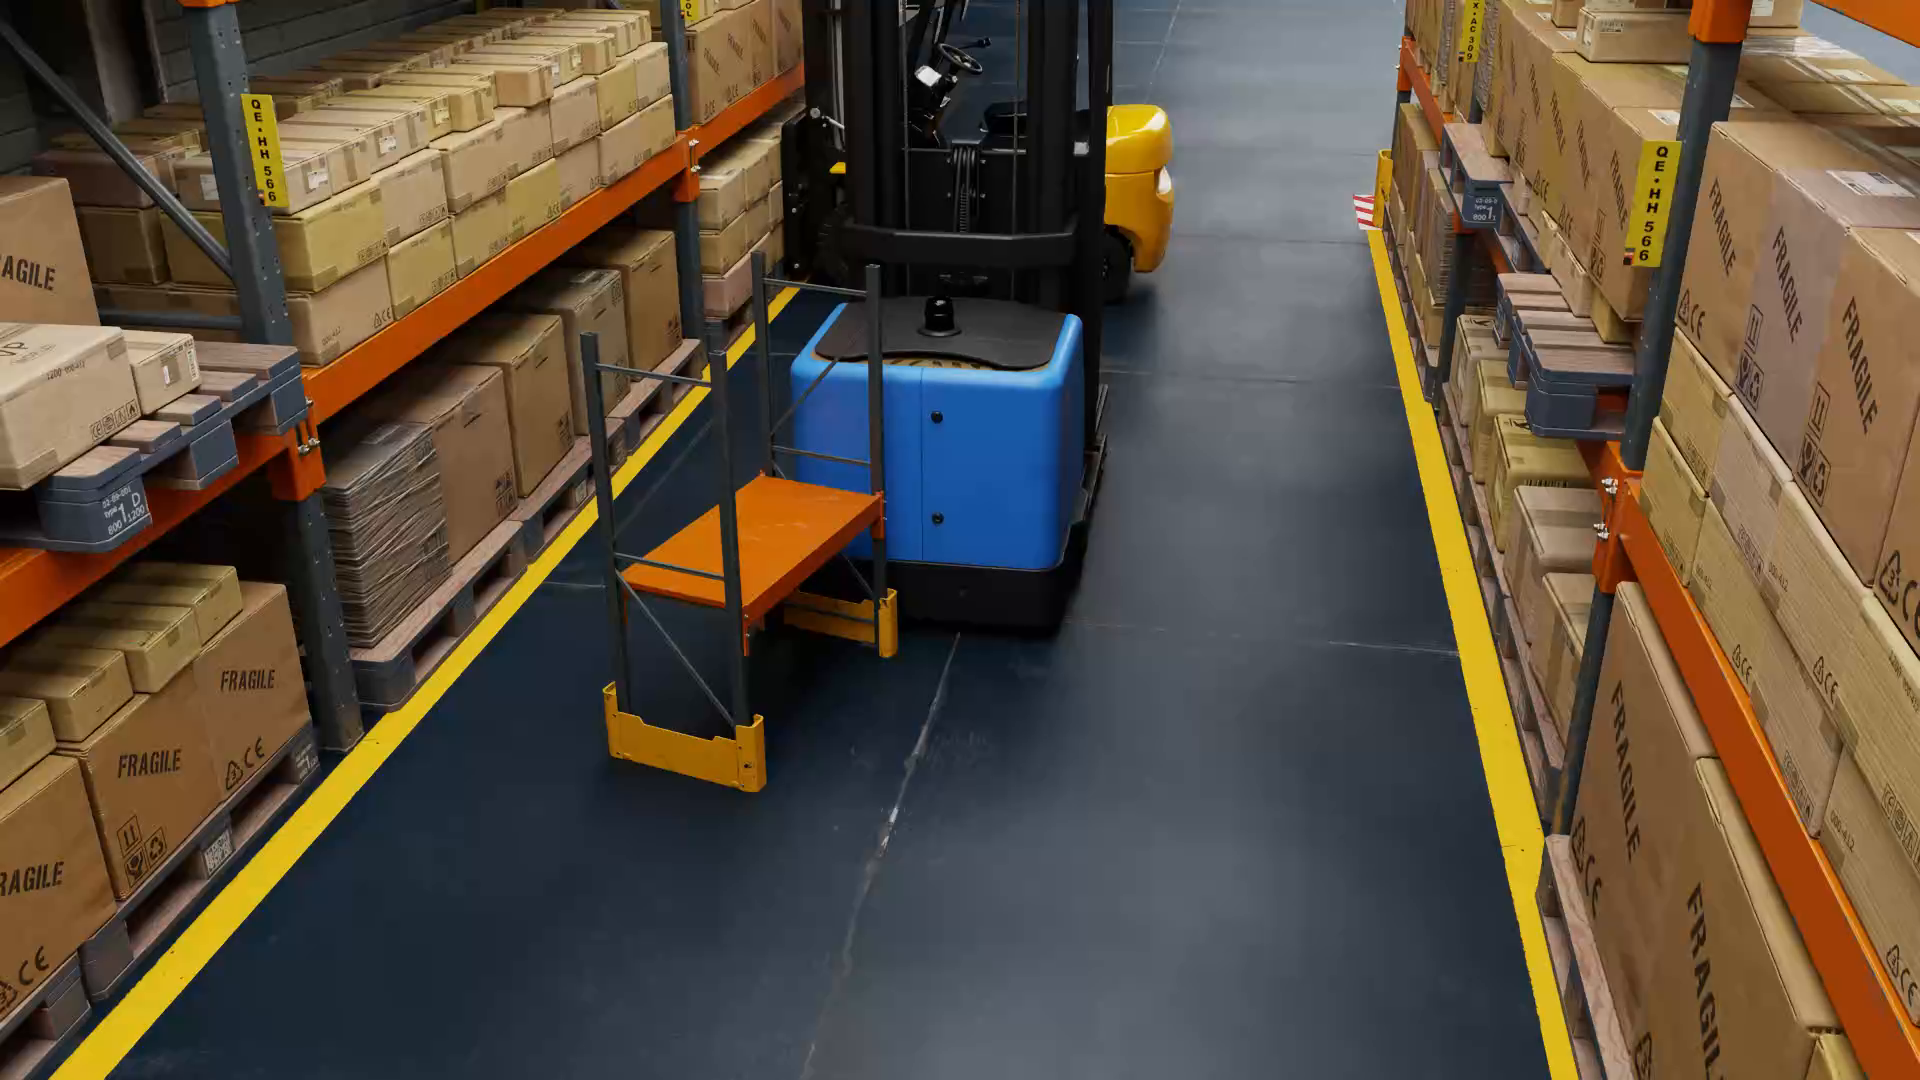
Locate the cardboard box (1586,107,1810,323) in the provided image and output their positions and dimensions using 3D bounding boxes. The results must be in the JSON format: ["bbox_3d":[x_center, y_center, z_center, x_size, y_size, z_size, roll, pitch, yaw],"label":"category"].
[{"bbox_3d":[2.123,-0.922,4.717,0.500,0.500,0.500,3,25,7],"label":"cardboard box"}]

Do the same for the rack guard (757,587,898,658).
[{"bbox_3d":[-0.516,0.269,6.380,0.587,0.250,0.087,11,27,22],"label":"rack guard"}]

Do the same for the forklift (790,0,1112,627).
[{"bbox_3d":[0.102,-1.591,7.192,1.130,2.935,3.031,4,25,8],"label":"forklift"}]

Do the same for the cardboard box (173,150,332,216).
[{"bbox_3d":[-2.232,-1.136,5.256,0.380,0.149,0.250,5,26,10],"label":"cardboard box"}]

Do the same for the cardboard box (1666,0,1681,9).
[{"bbox_3d":[3.024,-2.181,6.642,0.380,0.149,0.250,3,25,7],"label":"cardboard box"}]

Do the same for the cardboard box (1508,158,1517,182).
[{"bbox_3d":[2.471,-1.550,6.824,0.380,0.149,0.250,4,25,9],"label":"cardboard box"}]

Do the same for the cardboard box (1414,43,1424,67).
[{"bbox_3d":[3.133,-3.132,10.698,0.380,0.149,0.250,4,25,9],"label":"cardboard box"}]

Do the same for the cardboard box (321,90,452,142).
[{"bbox_3d":[-2.131,-1.575,6.193,0.380,0.149,0.250,4,25,9],"label":"cardboard box"}]

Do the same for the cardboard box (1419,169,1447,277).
[{"bbox_3d":[2.890,-1.778,9.375,0.500,0.500,0.500,4,25,9],"label":"cardboard box"}]

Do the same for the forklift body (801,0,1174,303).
[{"bbox_3d":[0.223,-2.726,10.538,2.313,2.155,1.214,4,25,9],"label":"forklift body"}]

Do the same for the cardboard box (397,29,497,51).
[{"bbox_3d":[-2.348,-2.243,7.621,0.380,0.149,0.250,4,25,8],"label":"cardboard box"}]

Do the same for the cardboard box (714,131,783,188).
[{"bbox_3d":[-1.369,-2.358,10.317,0.500,0.250,0.500,5,26,10],"label":"cardboard box"}]

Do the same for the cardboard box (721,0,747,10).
[{"bbox_3d":[-1.440,-3.129,9.513,0.380,0.149,0.250,5,25,10],"label":"cardboard box"}]

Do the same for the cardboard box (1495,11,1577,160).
[{"bbox_3d":[2.442,-1.794,6.580,0.500,0.500,0.500,4,25,8],"label":"cardboard box"}]

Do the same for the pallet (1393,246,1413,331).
[{"bbox_3d":[3.249,-1.547,10.306,1.003,0.211,1.213,4,25,9],"label":"pallet"}]

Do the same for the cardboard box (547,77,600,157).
[{"bbox_3d":[-1.915,-1.864,7.281,0.500,0.250,0.500,5,25,10],"label":"cardboard box"}]

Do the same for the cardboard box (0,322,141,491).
[{"bbox_3d":[-2.428,-0.343,4.126,0.500,0.250,0.500,3,25,6],"label":"cardboard box"}]

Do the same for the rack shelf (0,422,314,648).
[{"bbox_3d":[-2.901,0.478,3.539,1.077,0.370,4.000,4,25,9],"label":"rack shelf"}]

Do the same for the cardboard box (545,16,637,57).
[{"bbox_3d":[-1.782,-2.429,8.018,0.380,0.149,0.250,4,25,8],"label":"cardboard box"}]

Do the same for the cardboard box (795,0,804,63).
[{"bbox_3d":[-1.266,-3.421,10.902,0.500,0.500,0.500,4,25,8],"label":"cardboard box"}]

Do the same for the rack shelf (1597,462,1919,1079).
[{"bbox_3d":[1.996,0.820,2.808,1.077,0.370,4.000,4,25,9],"label":"rack shelf"}]

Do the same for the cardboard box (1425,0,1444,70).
[{"bbox_3d":[3.041,-3.046,9.750,0.500,0.500,0.500,4,25,7],"label":"cardboard box"}]

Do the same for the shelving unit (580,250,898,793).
[{"bbox_3d":[-0.718,-0.104,5.703,0.587,1.500,1.083,11,27,22],"label":"shelving unit"}]

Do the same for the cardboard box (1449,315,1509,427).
[{"bbox_3d":[2.894,-0.796,8.016,0.950,0.372,0.625,4,25,9],"label":"cardboard box"}]

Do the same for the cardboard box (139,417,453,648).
[{"bbox_3d":[-2.459,-0.059,6.144,0.875,0.625,0.625,5,26,10],"label":"cardboard box"}]

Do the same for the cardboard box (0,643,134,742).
[{"bbox_3d":[-2.506,0.411,4.521,0.380,0.149,0.250,3,25,7],"label":"cardboard box"}]

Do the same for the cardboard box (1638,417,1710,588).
[{"bbox_3d":[1.995,-0.087,4.074,0.500,0.250,0.500,4,25,8],"label":"cardboard box"}]

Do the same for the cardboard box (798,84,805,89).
[{"bbox_3d":[-1.035,-3.214,12.146,0.500,0.250,0.500,5,26,10],"label":"cardboard box"}]

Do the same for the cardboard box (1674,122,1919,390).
[{"bbox_3d":[2.001,-0.651,3.805,0.500,0.500,0.500,3,25,7],"label":"cardboard box"}]

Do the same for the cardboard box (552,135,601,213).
[{"bbox_3d":[-1.933,-1.644,7.402,0.500,0.250,0.500,4,25,9],"label":"cardboard box"}]

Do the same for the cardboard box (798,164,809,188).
[{"bbox_3d":[-1.280,-2.341,10.871,0.500,0.250,0.500,4,25,8],"label":"cardboard box"}]

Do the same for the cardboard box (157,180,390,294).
[{"bbox_3d":[-2.236,-1.010,5.456,0.500,0.250,0.500,4,25,8],"label":"cardboard box"}]

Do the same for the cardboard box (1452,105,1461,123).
[{"bbox_3d":[2.763,-2.162,8.626,0.380,0.149,0.250,5,25,10],"label":"cardboard box"}]

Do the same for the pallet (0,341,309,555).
[{"bbox_3d":[-2.616,-0.309,4.599,1.213,0.211,1.003,4,25,9],"label":"pallet"}]

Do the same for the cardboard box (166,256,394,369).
[{"bbox_3d":[-2.261,-0.785,5.566,0.500,0.250,0.500,4,25,9],"label":"cardboard box"}]

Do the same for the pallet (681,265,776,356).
[{"bbox_3d":[-1.749,-1.424,10.044,1.003,0.211,1.213,4,25,9],"label":"pallet"}]

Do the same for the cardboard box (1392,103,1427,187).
[{"bbox_3d":[3.223,-2.644,11.224,0.500,0.500,0.500,3,25,7],"label":"cardboard box"}]

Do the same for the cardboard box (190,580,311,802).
[{"bbox_3d":[-2.432,0.449,5.205,0.500,0.500,0.500,5,26,10],"label":"cardboard box"}]

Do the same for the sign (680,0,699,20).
[{"bbox_3d":[-1.384,-2.812,8.448,0.100,0.325,0.005,4,25,9],"label":"sign"}]

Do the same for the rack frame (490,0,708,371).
[{"bbox_3d":[-1.921,-2.357,8.748,1.000,3.000,0.127,4,25,9],"label":"rack frame"}]

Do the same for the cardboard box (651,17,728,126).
[{"bbox_3d":[-1.591,-2.570,9.085,0.500,0.500,0.500,3,25,7],"label":"cardboard box"}]

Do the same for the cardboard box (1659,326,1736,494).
[{"bbox_3d":[1.997,-0.306,3.952,0.500,0.250,0.500,4,25,8],"label":"cardboard box"}]

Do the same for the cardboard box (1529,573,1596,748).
[{"bbox_3d":[2.425,0.422,5.414,0.950,0.372,0.625,2,25,5],"label":"cardboard box"}]

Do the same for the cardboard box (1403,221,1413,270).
[{"bbox_3d":[3.058,-1.873,10.460,0.500,0.250,0.500,6,26,12],"label":"cardboard box"}]

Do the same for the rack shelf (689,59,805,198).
[{"bbox_3d":[-1.594,-2.868,10.688,1.077,0.370,4.000,4,25,9],"label":"rack shelf"}]

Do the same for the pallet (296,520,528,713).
[{"bbox_3d":[-2.401,0.237,6.495,1.003,0.211,1.213,4,25,9],"label":"pallet"}]

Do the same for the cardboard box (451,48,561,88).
[{"bbox_3d":[-1.937,-2.002,7.105,0.380,0.149,0.250,4,25,9],"label":"cardboard box"}]

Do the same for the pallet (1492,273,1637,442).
[{"bbox_3d":[2.334,-0.561,5.136,1.213,0.211,1.003,4,25,9],"label":"pallet"}]

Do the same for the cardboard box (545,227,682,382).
[{"bbox_3d":[-1.995,-1.253,8.695,0.875,0.625,0.625,5,26,11],"label":"cardboard box"}]

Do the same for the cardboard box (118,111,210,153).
[{"bbox_3d":[-2.686,-1.395,5.809,0.380,0.149,0.250,4,25,8],"label":"cardboard box"}]

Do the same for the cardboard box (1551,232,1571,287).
[{"bbox_3d":[2.163,-0.902,5.440,0.380,0.149,0.250,3,25,6],"label":"cardboard box"}]

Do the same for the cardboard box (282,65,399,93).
[{"bbox_3d":[-2.489,-1.817,6.711,0.380,0.149,0.250,5,25,10],"label":"cardboard box"}]

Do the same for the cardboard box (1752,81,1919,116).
[{"bbox_3d":[2.703,-1.103,5.104,0.500,0.500,0.500,5,26,11],"label":"cardboard box"}]

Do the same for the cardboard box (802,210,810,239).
[{"bbox_3d":[-1.276,-2.122,10.993,0.500,0.250,0.500,5,26,10],"label":"cardboard box"}]
